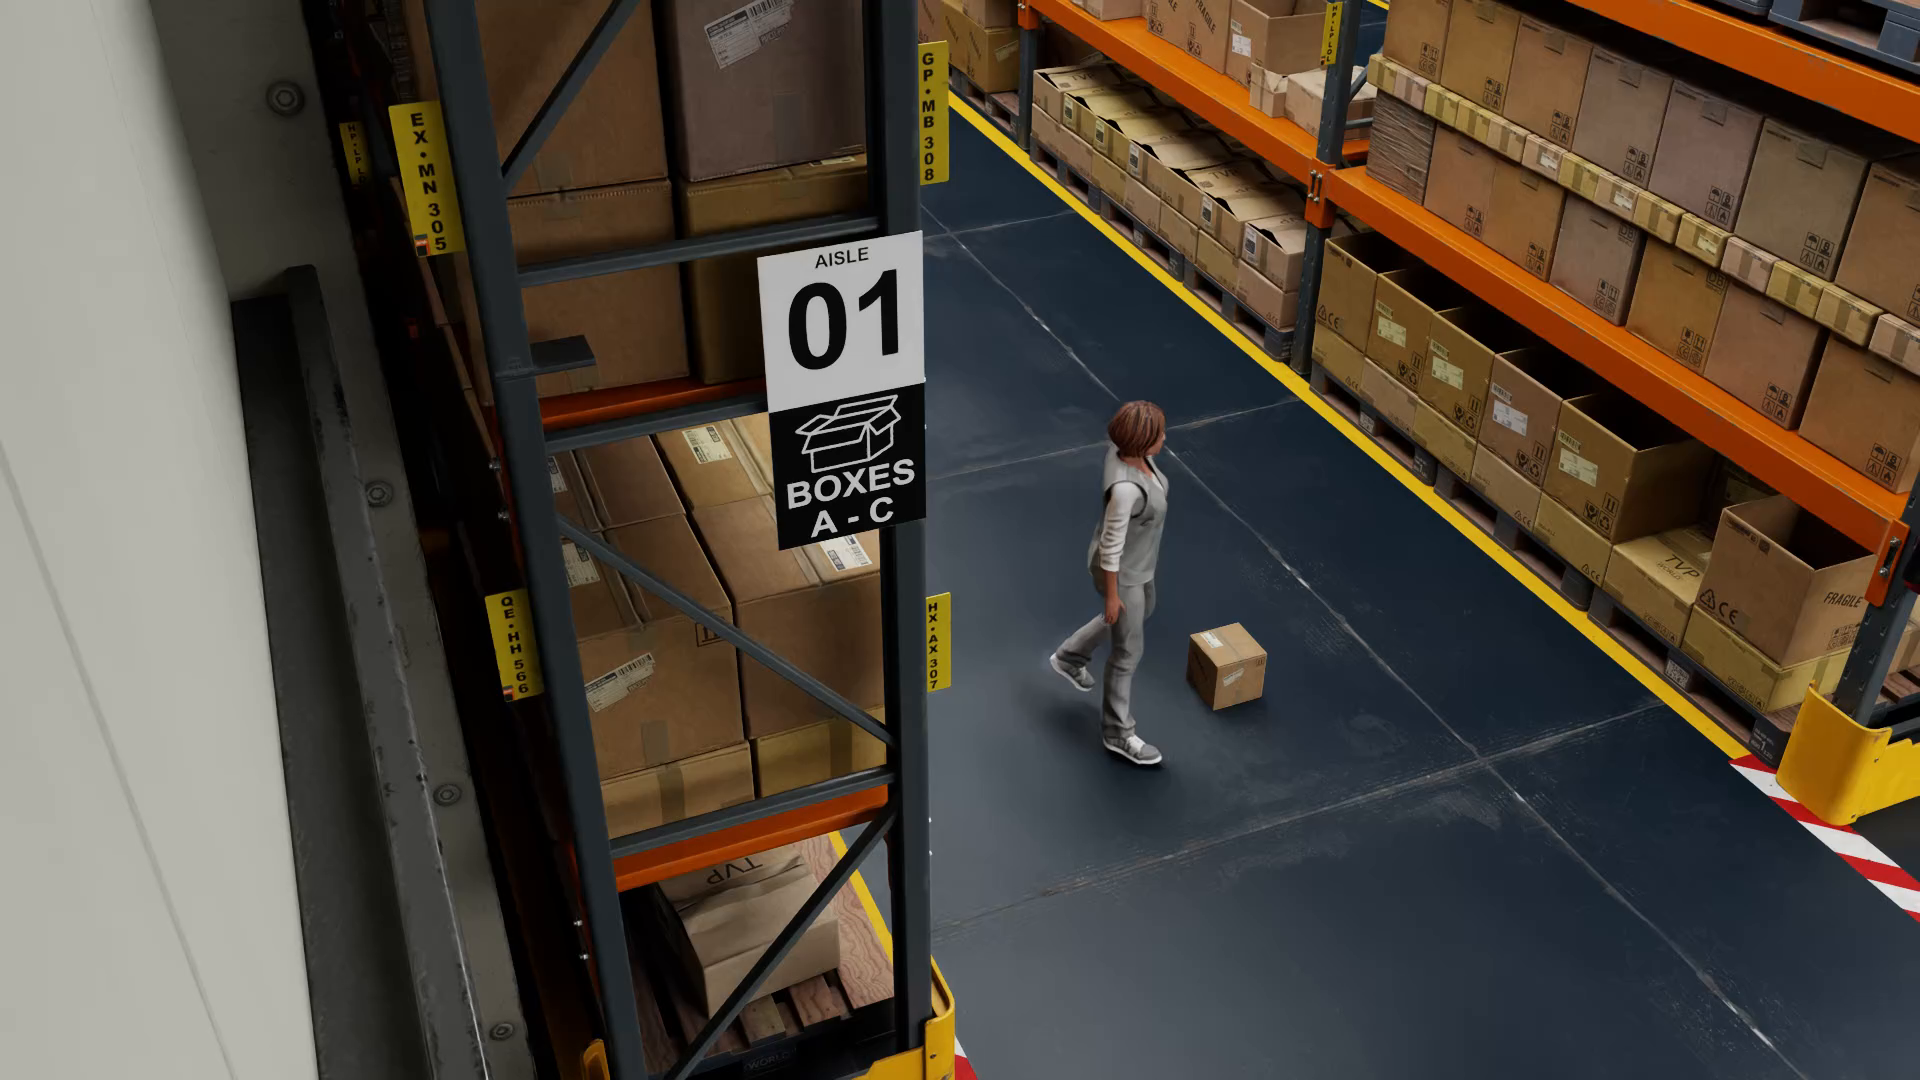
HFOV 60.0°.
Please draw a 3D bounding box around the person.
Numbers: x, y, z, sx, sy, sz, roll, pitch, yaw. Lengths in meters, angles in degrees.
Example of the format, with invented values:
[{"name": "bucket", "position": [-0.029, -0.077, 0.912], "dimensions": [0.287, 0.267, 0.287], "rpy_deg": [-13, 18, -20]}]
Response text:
[{"name": "person", "position": [0.630, 0.133, 6.830], "dimensions": [0.507, 1.594, 0.545], "rpy_deg": [4, 34, 6]}]
